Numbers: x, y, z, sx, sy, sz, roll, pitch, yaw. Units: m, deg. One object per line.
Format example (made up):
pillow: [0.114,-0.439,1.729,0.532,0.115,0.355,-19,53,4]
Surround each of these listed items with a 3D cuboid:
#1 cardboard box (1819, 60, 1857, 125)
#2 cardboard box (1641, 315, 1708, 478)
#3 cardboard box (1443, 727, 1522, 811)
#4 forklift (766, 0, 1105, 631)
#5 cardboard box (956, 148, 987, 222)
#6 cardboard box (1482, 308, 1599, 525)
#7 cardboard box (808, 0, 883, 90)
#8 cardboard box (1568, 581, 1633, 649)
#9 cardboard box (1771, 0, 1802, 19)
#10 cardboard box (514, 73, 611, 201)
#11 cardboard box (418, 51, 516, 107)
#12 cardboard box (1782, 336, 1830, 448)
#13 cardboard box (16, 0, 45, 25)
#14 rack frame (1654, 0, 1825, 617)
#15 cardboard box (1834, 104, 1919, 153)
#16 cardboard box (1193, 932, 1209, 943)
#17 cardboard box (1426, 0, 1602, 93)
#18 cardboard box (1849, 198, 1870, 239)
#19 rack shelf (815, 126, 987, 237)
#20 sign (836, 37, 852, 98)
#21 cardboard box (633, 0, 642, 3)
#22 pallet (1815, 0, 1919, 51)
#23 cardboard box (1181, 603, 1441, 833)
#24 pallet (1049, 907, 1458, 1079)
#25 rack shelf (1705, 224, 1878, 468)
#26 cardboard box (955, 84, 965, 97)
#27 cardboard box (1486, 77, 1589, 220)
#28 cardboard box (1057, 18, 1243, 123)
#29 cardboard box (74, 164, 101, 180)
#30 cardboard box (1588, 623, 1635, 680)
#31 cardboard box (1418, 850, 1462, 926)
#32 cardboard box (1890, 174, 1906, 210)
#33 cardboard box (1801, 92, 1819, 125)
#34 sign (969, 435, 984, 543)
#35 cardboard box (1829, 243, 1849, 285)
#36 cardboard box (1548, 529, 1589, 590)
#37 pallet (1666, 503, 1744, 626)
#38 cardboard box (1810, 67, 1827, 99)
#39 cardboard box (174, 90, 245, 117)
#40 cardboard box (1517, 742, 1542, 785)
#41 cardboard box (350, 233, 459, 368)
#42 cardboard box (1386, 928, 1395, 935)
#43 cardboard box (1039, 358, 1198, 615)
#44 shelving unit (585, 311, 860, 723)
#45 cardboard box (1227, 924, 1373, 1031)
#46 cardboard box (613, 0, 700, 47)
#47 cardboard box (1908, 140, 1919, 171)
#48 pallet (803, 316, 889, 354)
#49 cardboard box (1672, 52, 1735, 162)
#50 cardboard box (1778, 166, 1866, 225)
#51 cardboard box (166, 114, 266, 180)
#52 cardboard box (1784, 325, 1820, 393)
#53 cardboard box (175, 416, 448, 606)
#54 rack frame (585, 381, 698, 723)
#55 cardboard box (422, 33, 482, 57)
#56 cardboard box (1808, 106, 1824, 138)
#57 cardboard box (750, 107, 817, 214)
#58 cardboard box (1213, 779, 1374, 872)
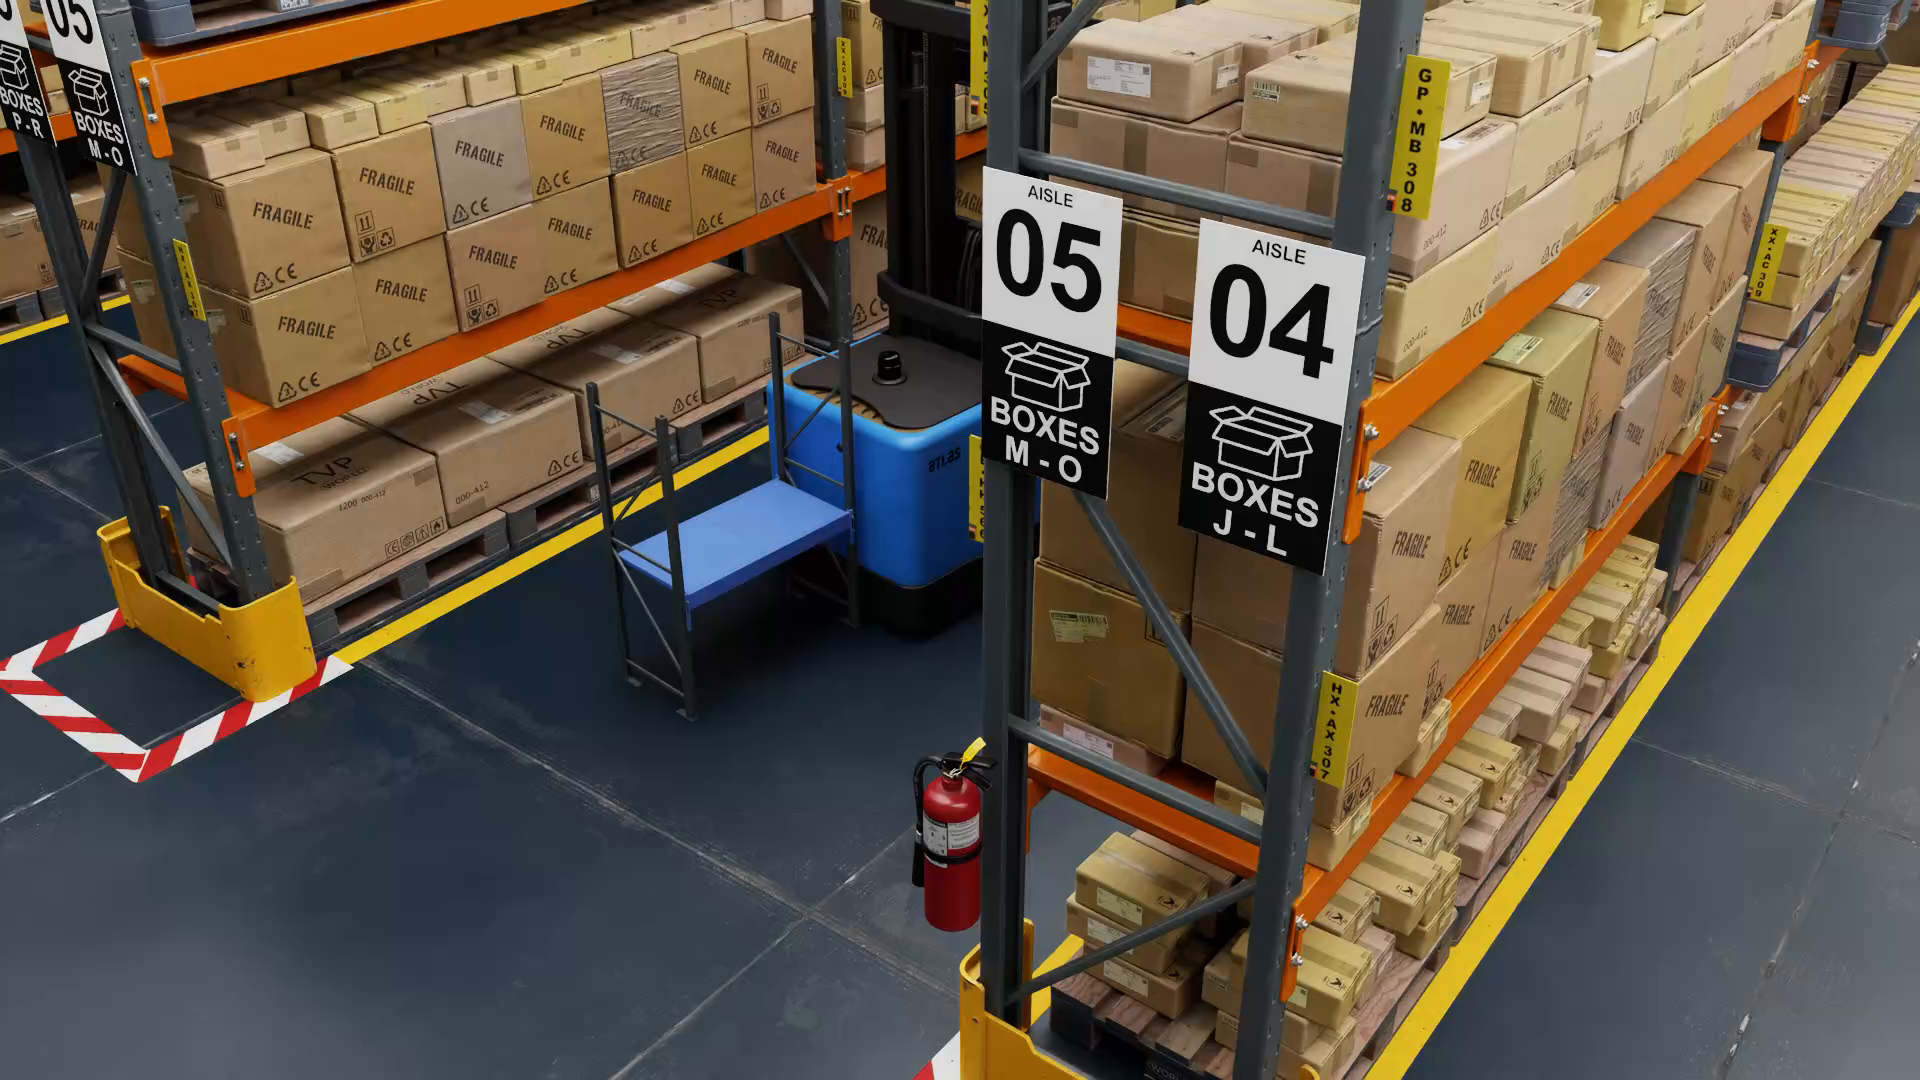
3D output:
cardboard box: [5.384,-2.879,10.568,0.500,0.500,0.500,21,37,31]
cardboard box: [2.531,-0.621,6.466,0.500,0.500,0.500,20,36,30]
cardboard box: [1.863,0.822,6.222,0.380,0.149,0.250,22,37,32]
forklift: [0.420,-1.495,8.398,1.130,2.935,3.031,25,39,35]
cardboard box: [-0.246,-2.340,11.428,0.875,0.875,0.875,22,37,33]
cardboard box: [1.611,-0.432,5.167,0.500,0.500,0.500,20,36,30]
cardboard box: [-0.601,-2.990,9.775,0.500,0.500,0.500,22,37,32]
cardboard box: [2.637,0.289,7.120,0.380,0.149,0.250,21,36,31]
cardboard box: [2.836,-2.120,6.099,0.500,0.250,0.500,19,36,29]
cardboard box: [-2.082,-2.008,8.118,0.500,0.500,0.500,21,37,31]
cardboard box: [-2.280,-2.135,7.695,0.380,0.149,0.250,21,37,32]
cardboard box: [4.515,-0.898,9.363,0.500,0.500,0.500,19,36,29]
cardboard box: [-6.076,-3.424,10.706,0.500,0.500,0.500,22,37,32]
rack frame: [2.912,-0.945,7.402,1.000,3.000,0.127,21,37,31]
cardboard box: [4.776,-2.145,8.678,0.380,0.149,0.250,21,37,31]
cardboard box: [0.723,1.313,5.976,0.380,0.149,0.250,22,37,33]
cardboard box: [1.412,-1.277,4.287,0.380,0.149,0.250,22,37,32]
cardboard box: [4.144,-1.591,8.035,0.380,0.149,0.250,23,38,33]
rack shelf: [0.112,-2.930,11.458,1.077,0.370,4.000,21,37,31]
sign: [-0.652,-2.663,9.375,0.100,0.325,0.005,21,37,31]
cardboard box: [-1.756,-2.905,8.994,0.380,0.149,0.250,21,36,31]
pallet: [3.369,-2.372,7.053,1.213,0.211,1.003,21,37,31]
cardboard box: [0.988,0.413,4.721,0.500,0.500,0.500,23,38,33]
pallet: [1.062,1.531,5.960,1.003,0.211,1.213,21,37,31]
rack shelf: [4.119,-1.448,8.957,1.077,0.370,4.000,21,37,31]
cardboard box: [-0.313,-2.890,10.341,0.500,0.250,0.500,22,37,32]
cardboard box: [1.284,-1.071,4.329,0.500,0.250,0.500,21,36,31]
cardboard box: [0.464,-1.157,4.083,0.380,0.149,0.250,21,36,31]
cardboard box: [-5.851,-2.409,11.913,0.700,0.500,0.500,20,36,30]
cardboard box: [2.674,0.427,7.179,0.380,0.149,0.250,20,36,30]
cardboard box: [1.547,1.174,5.920,0.380,0.149,0.250,22,37,33]
cardboard box: [4.774,-1.886,8.825,0.380,0.149,0.250,19,36,29]
cardboard box: [4.712,-2.525,9.612,0.380,0.149,0.250,23,38,34]
sign: [0.067,-0.132,4.584,0.100,0.325,0.005,21,37,31]
cardboard box: [3.985,-1.352,7.924,0.380,0.149,0.250,22,37,32]
cardboard box: [2.040,0.009,6.039,0.380,0.149,0.250,22,37,32]
pallet: [3.380,-0.062,8.647,1.003,0.211,1.213,21,37,31]
cardboard box: [4.733,-2.661,9.548,0.380,0.149,0.250,20,36,30]
cardboard box: [-3.319,-1.871,7.250,0.380,0.149,0.250,22,37,32]
cardboard box: [2.111,0.872,6.722,0.380,0.149,0.250,22,37,32]
cardboard box: [-2.709,-1.165,7.675,0.500,0.500,0.500,21,36,31]
cardboard box: [1.306,1.378,5.867,0.380,0.149,0.250,22,37,32]
cardboard box: [0.575,-0.182,4.745,0.500,0.500,0.500,20,36,30]
shelving unit: [-1.020,-0.117,7.477,0.538,1.500,1.048,25,39,35]
cardboard box: [1.084,1.363,5.309,0.380,0.149,0.250,19,36,29]
cardboard box: [-1.570,-2.675,8.607,0.380,0.149,0.250,21,36,31]
cardboard box: [4.923,-2.112,8.914,0.380,0.149,0.250,21,37,31]
pallet: [-0.690,-1.564,11.182,1.003,0.211,1.213,21,37,31]
cardboard box: [2.214,-1.482,5.513,0.500,0.250,0.500,21,36,31]
cardboard box: [3.989,-1.611,7.777,0.380,0.149,0.250,21,36,31]
cardboard box: [-3.075,-1.612,6.813,0.380,0.149,0.250,22,37,32]
cardboard box: [4.199,-1.015,8.824,0.500,0.250,0.500,23,37,33]
cardboard box: [-3.192,-0.178,8.210,0.875,0.438,0.875,20,36,30]
rack frame: [-1.362,0.074,7.154,0.500,1.500,0.032,25,39,35]
cardboard box: [-2.553,-2.397,8.138,0.380,0.149,0.250,22,37,33]
cardboard box: [4.895,-2.523,9.900,0.380,0.149,0.250,21,36,31]
cardboard box: [-1.172,-2.203,9.427,0.500,0.500,0.500,21,37,32]
cardboard box: [0.954,0.759,4.774,0.380,0.149,0.250,21,36,31]
